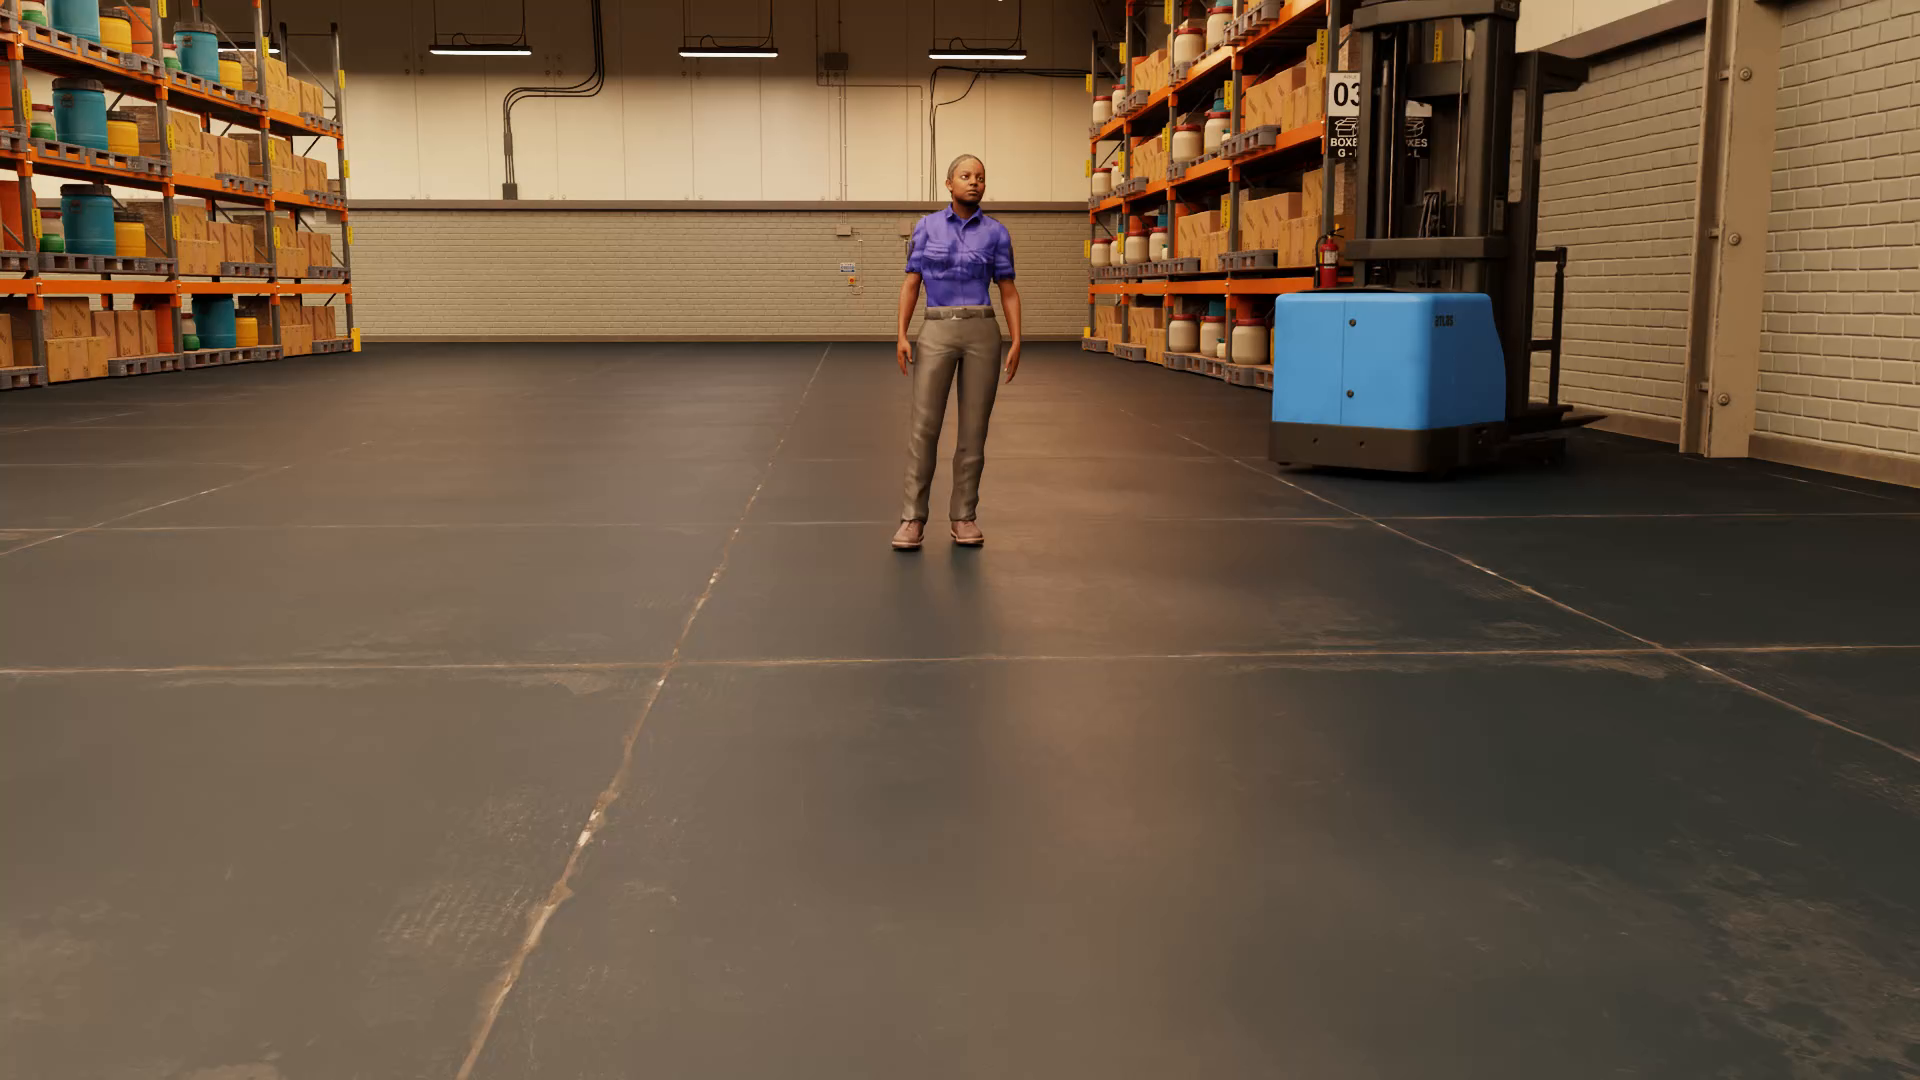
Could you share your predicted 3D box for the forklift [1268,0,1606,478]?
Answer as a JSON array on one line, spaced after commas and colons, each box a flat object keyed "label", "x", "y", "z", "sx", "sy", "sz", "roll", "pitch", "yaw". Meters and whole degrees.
[{"label": "forklift", "x": 3.241, "y": -1.968, "z": 10.585, "sx": 1.130, "sy": 2.935, "sz": 3.031, "roll": 8, "pitch": 12, "yaw": 43}]

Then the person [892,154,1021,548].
[{"label": "person", "x": -0.014, "y": -0.812, "z": 7.099, "sx": 0.570, "sy": 1.656, "sz": 0.503, "roll": -1, "pitch": 8, "yaw": -4}]
